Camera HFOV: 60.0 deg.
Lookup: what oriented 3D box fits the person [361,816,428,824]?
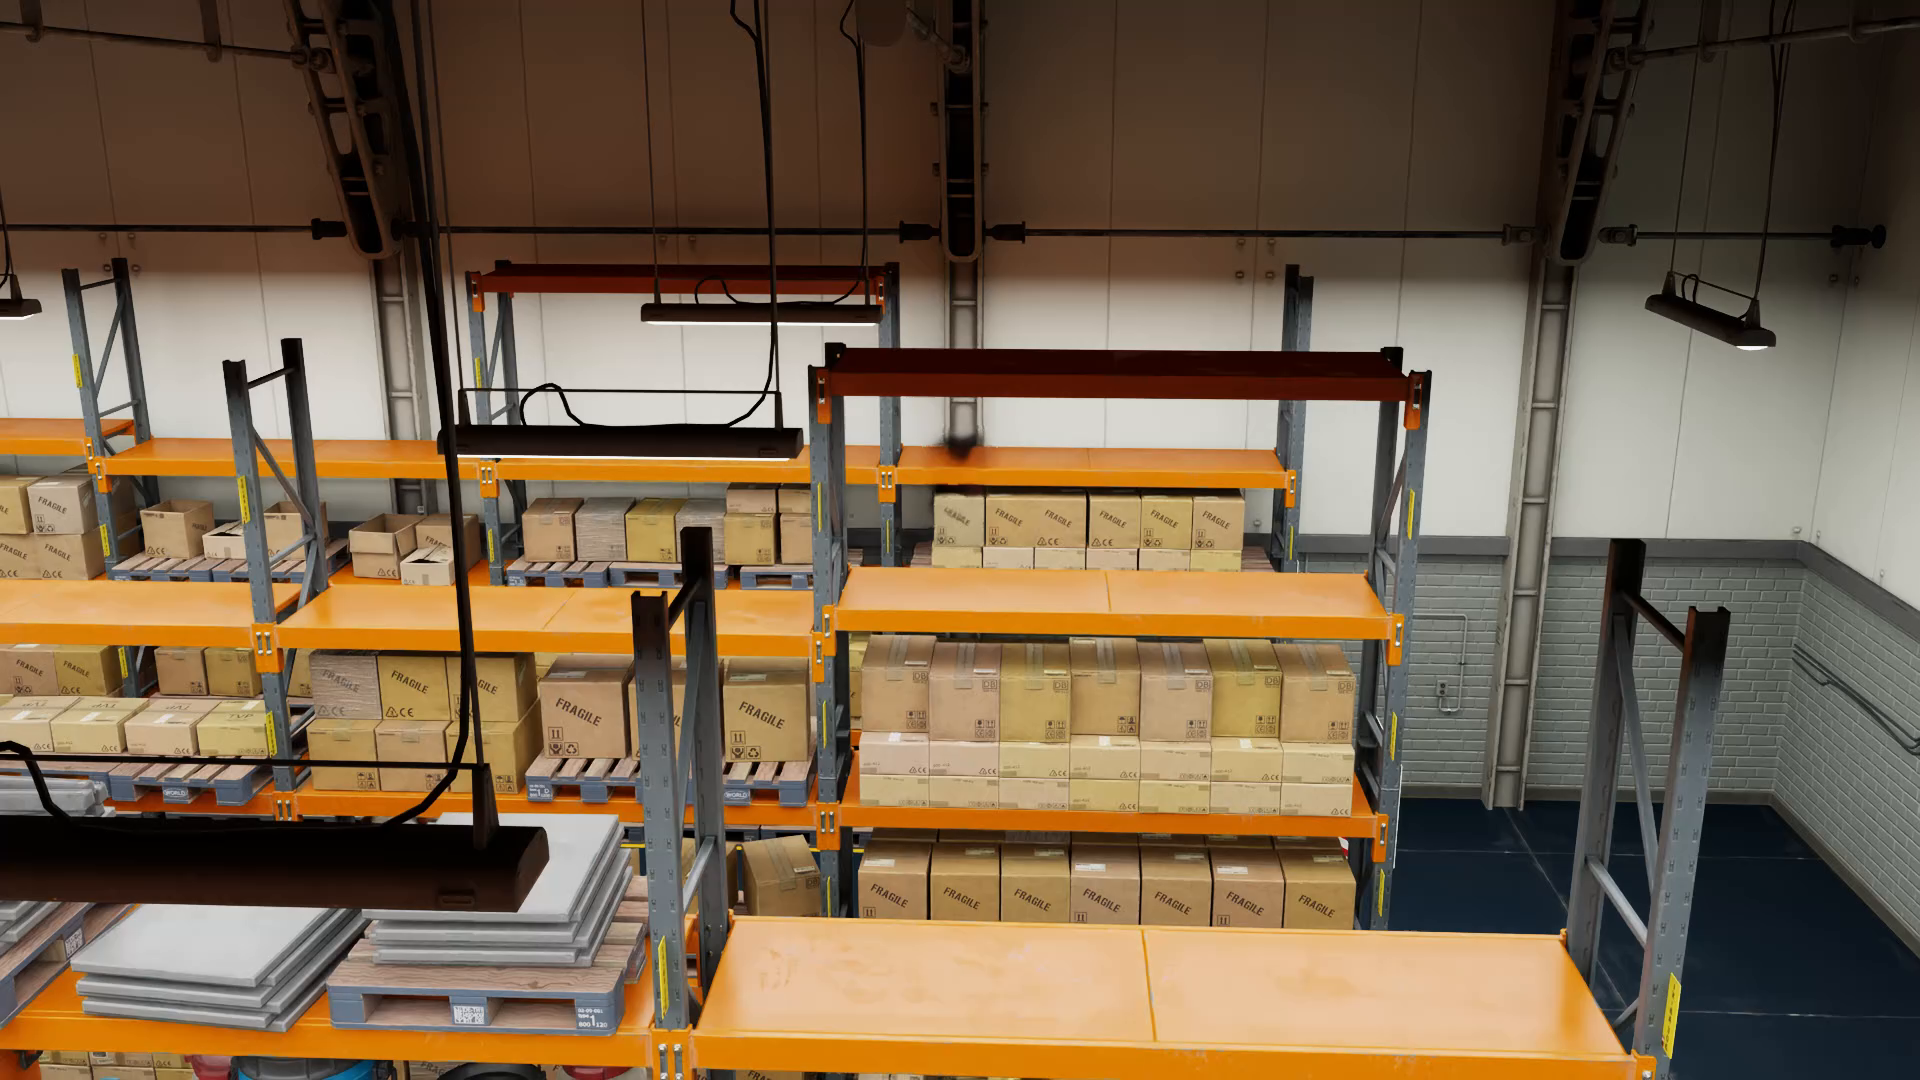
[{"bbox_3d":[-5.326,2.801,15.761,0.632,1.769,0.433,-2,16,-7],"label":"person"}]
